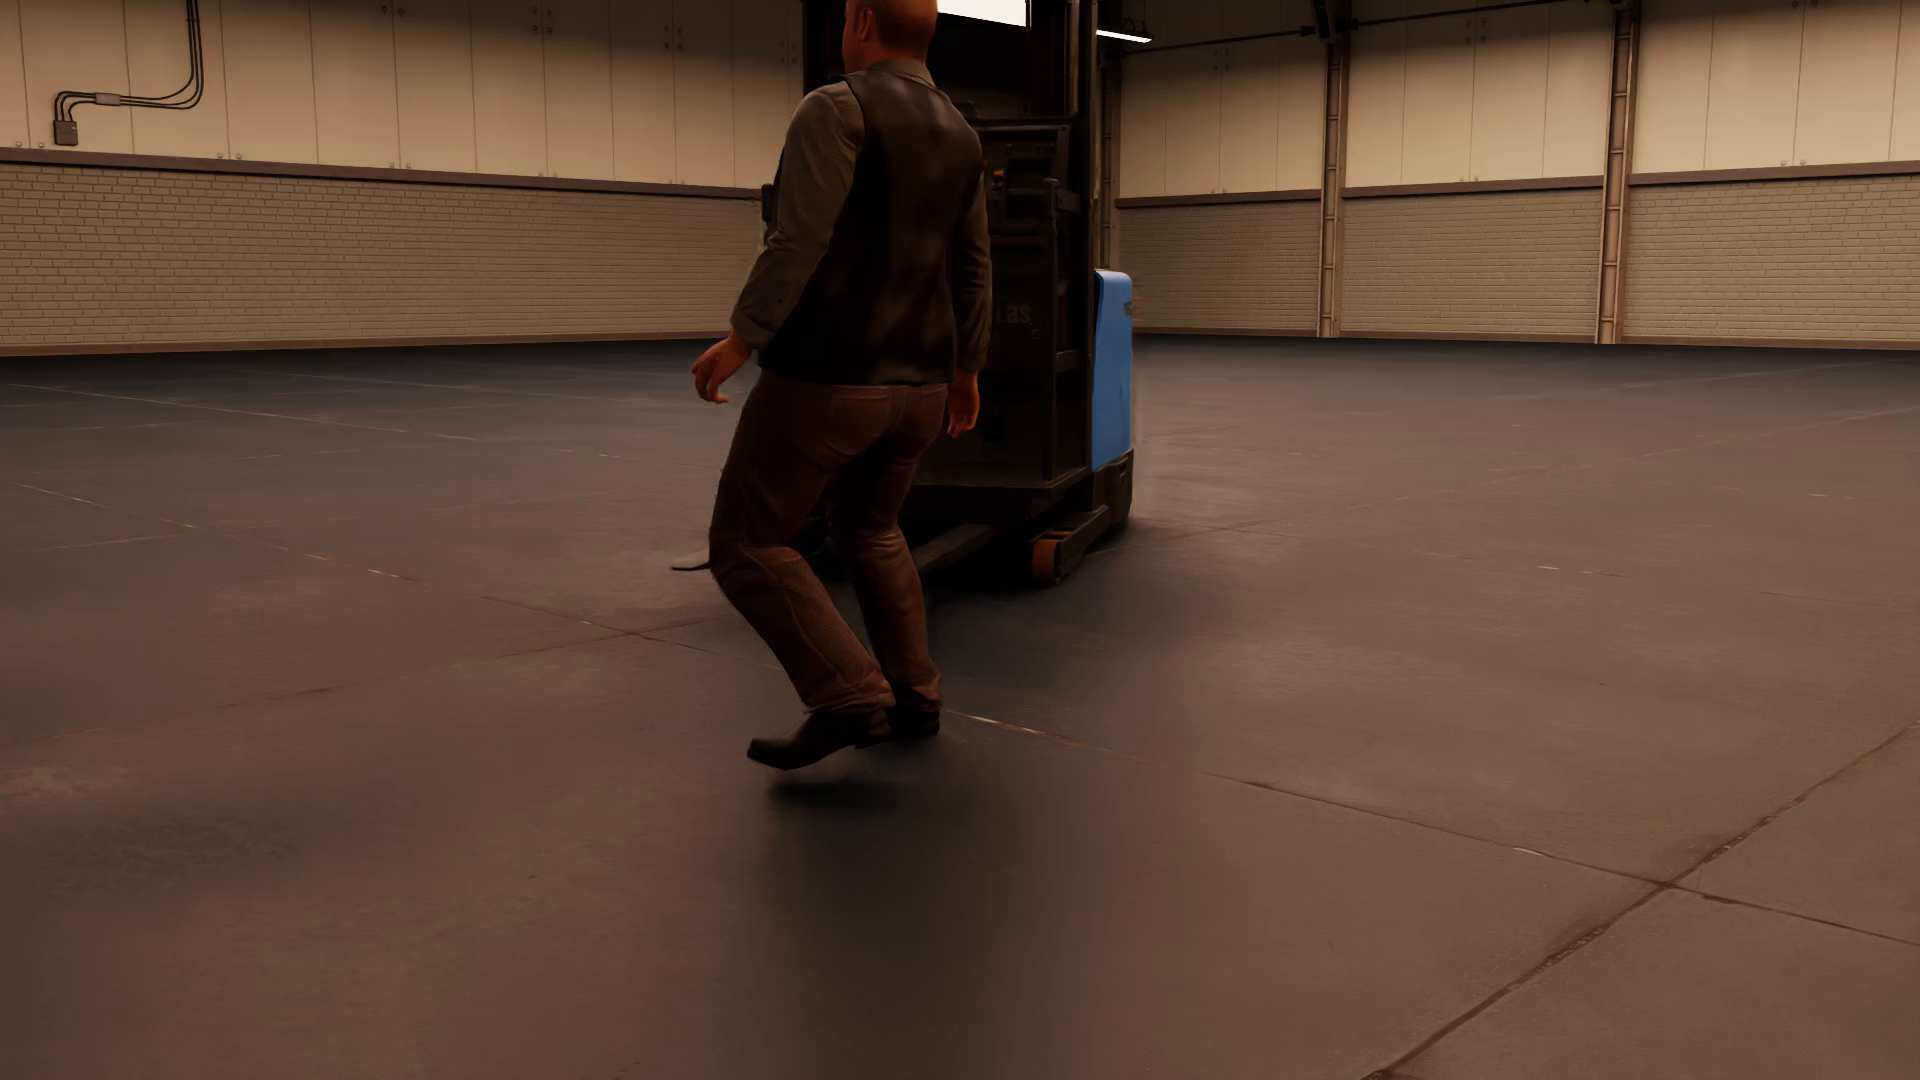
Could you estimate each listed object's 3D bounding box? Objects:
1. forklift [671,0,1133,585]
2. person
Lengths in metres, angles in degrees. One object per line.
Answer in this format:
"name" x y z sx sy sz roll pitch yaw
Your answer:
"forklift" -0.110 -1.356 5.876 1.130 2.935 3.031 2 9 14
"person" -0.217 -0.351 3.531 0.513 1.653 0.764 7 11 40
